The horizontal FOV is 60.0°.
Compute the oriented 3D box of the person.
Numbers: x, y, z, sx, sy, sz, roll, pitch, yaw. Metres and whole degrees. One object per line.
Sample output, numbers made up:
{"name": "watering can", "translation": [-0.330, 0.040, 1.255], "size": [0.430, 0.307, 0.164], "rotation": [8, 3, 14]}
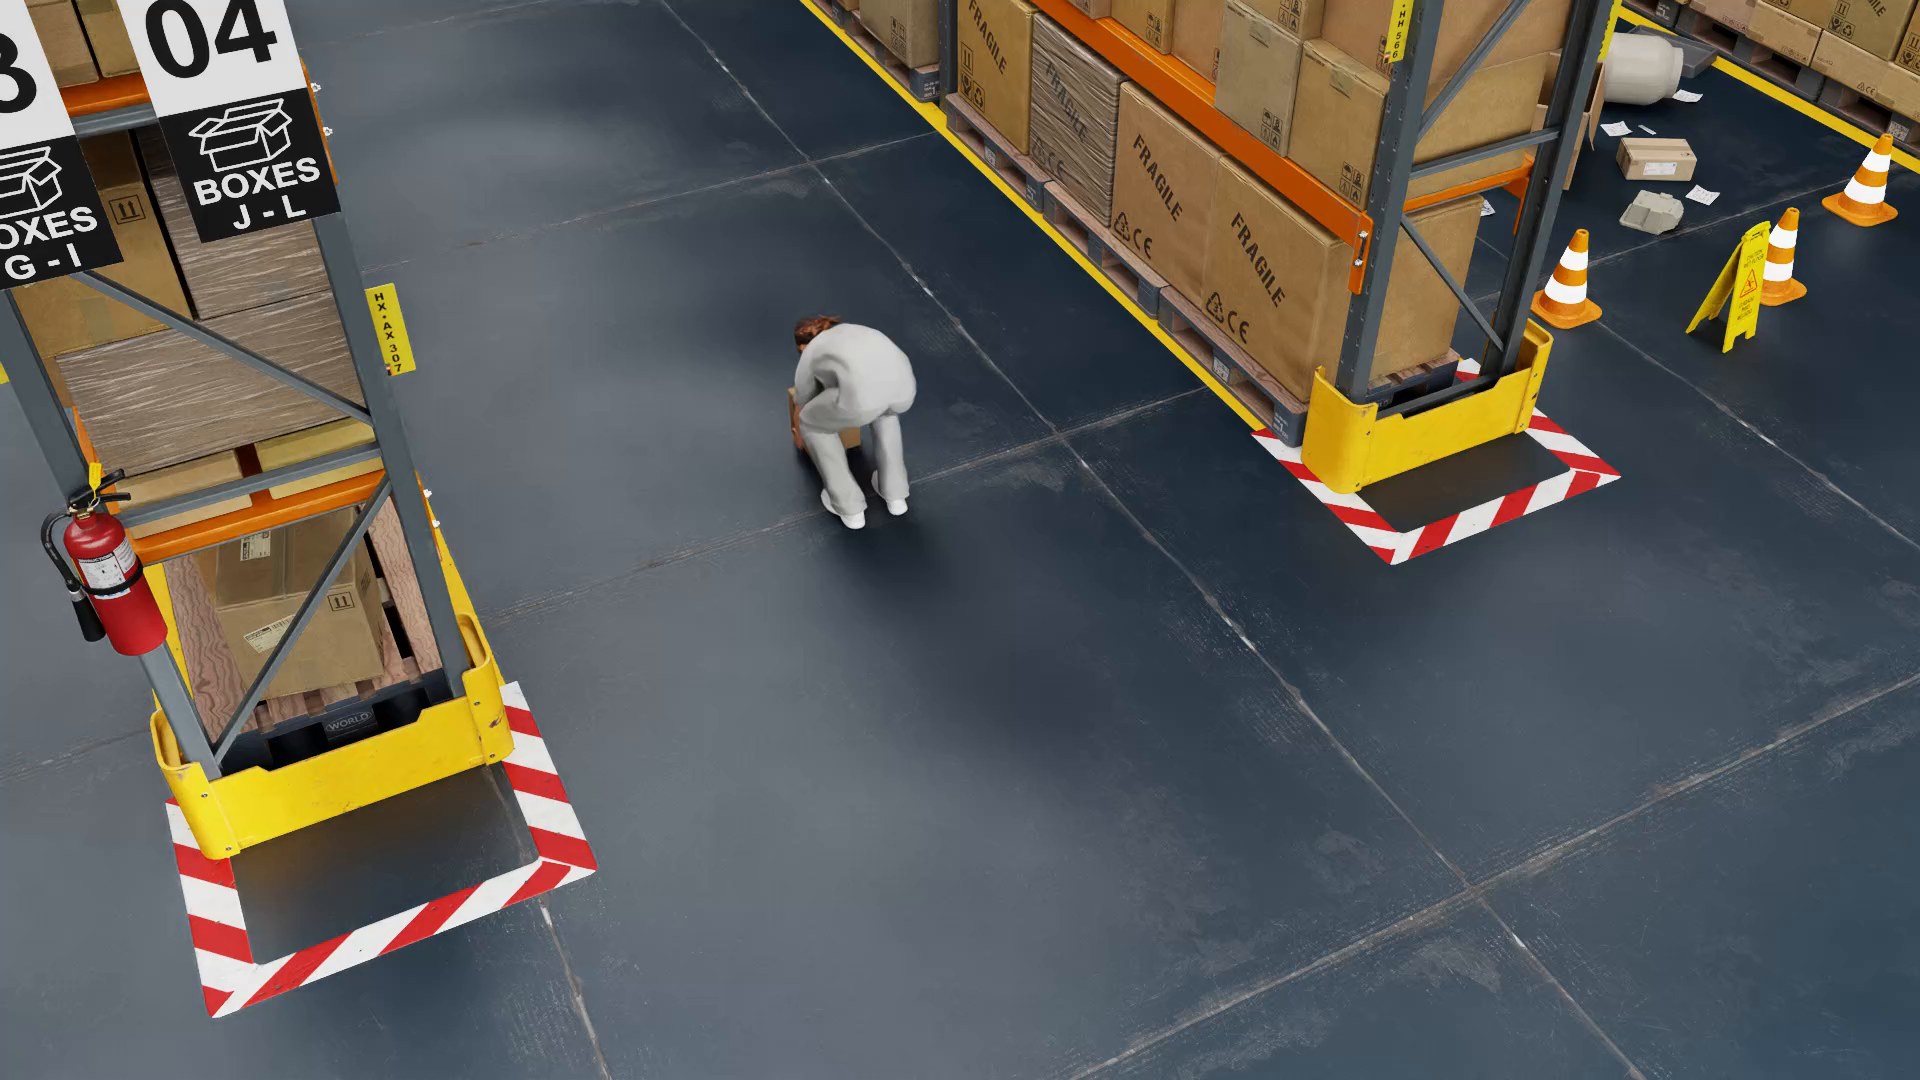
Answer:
{"name": "person", "translation": [-0.507, -0.593, 7.414], "size": [0.469, 0.905, 0.850], "rotation": [-21, 46, -22]}
